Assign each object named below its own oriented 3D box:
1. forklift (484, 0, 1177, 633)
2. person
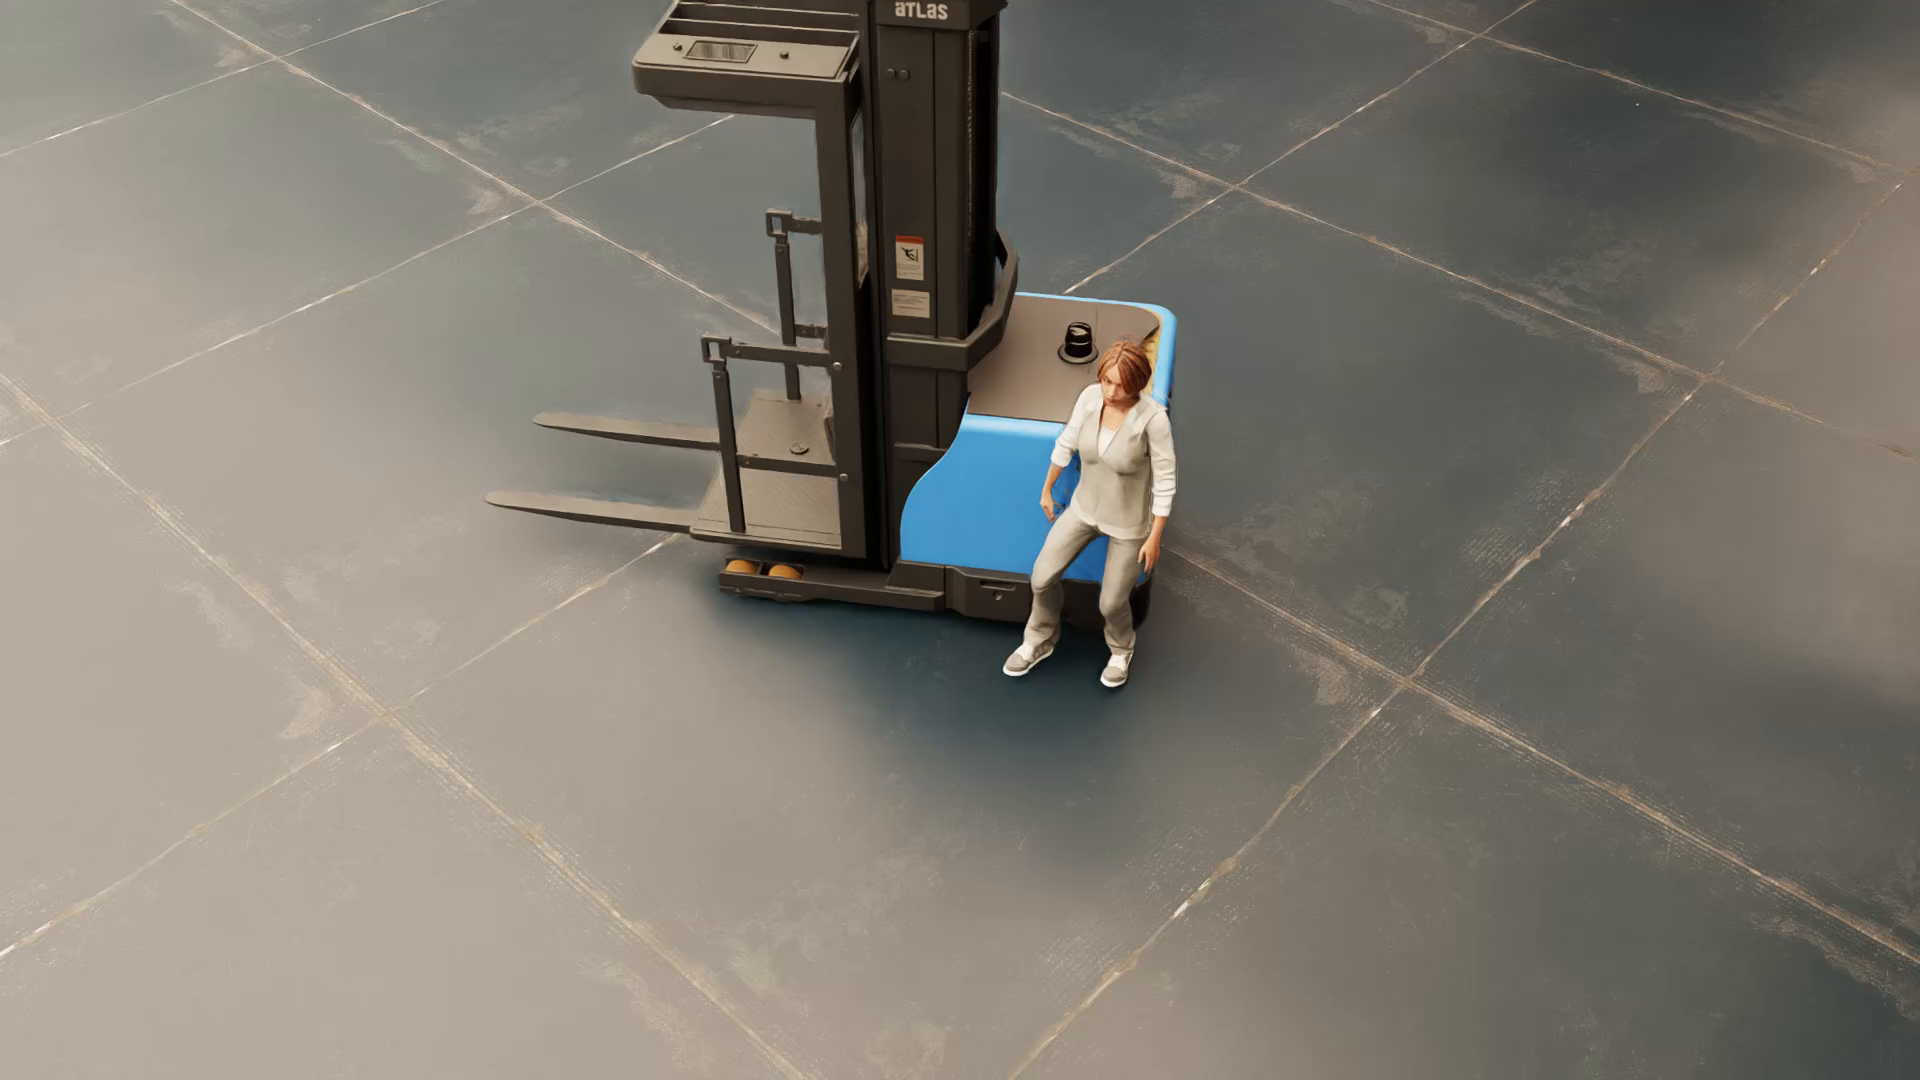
[{"bbox_3d":[-0.613,-1.170,6.792,3.031,2.935,1.130,6,41,7],"label":"forklift"},{"bbox_3d":[0.520,-0.043,6.471,0.561,1.583,0.510,25,47,27],"label":"person"}]
